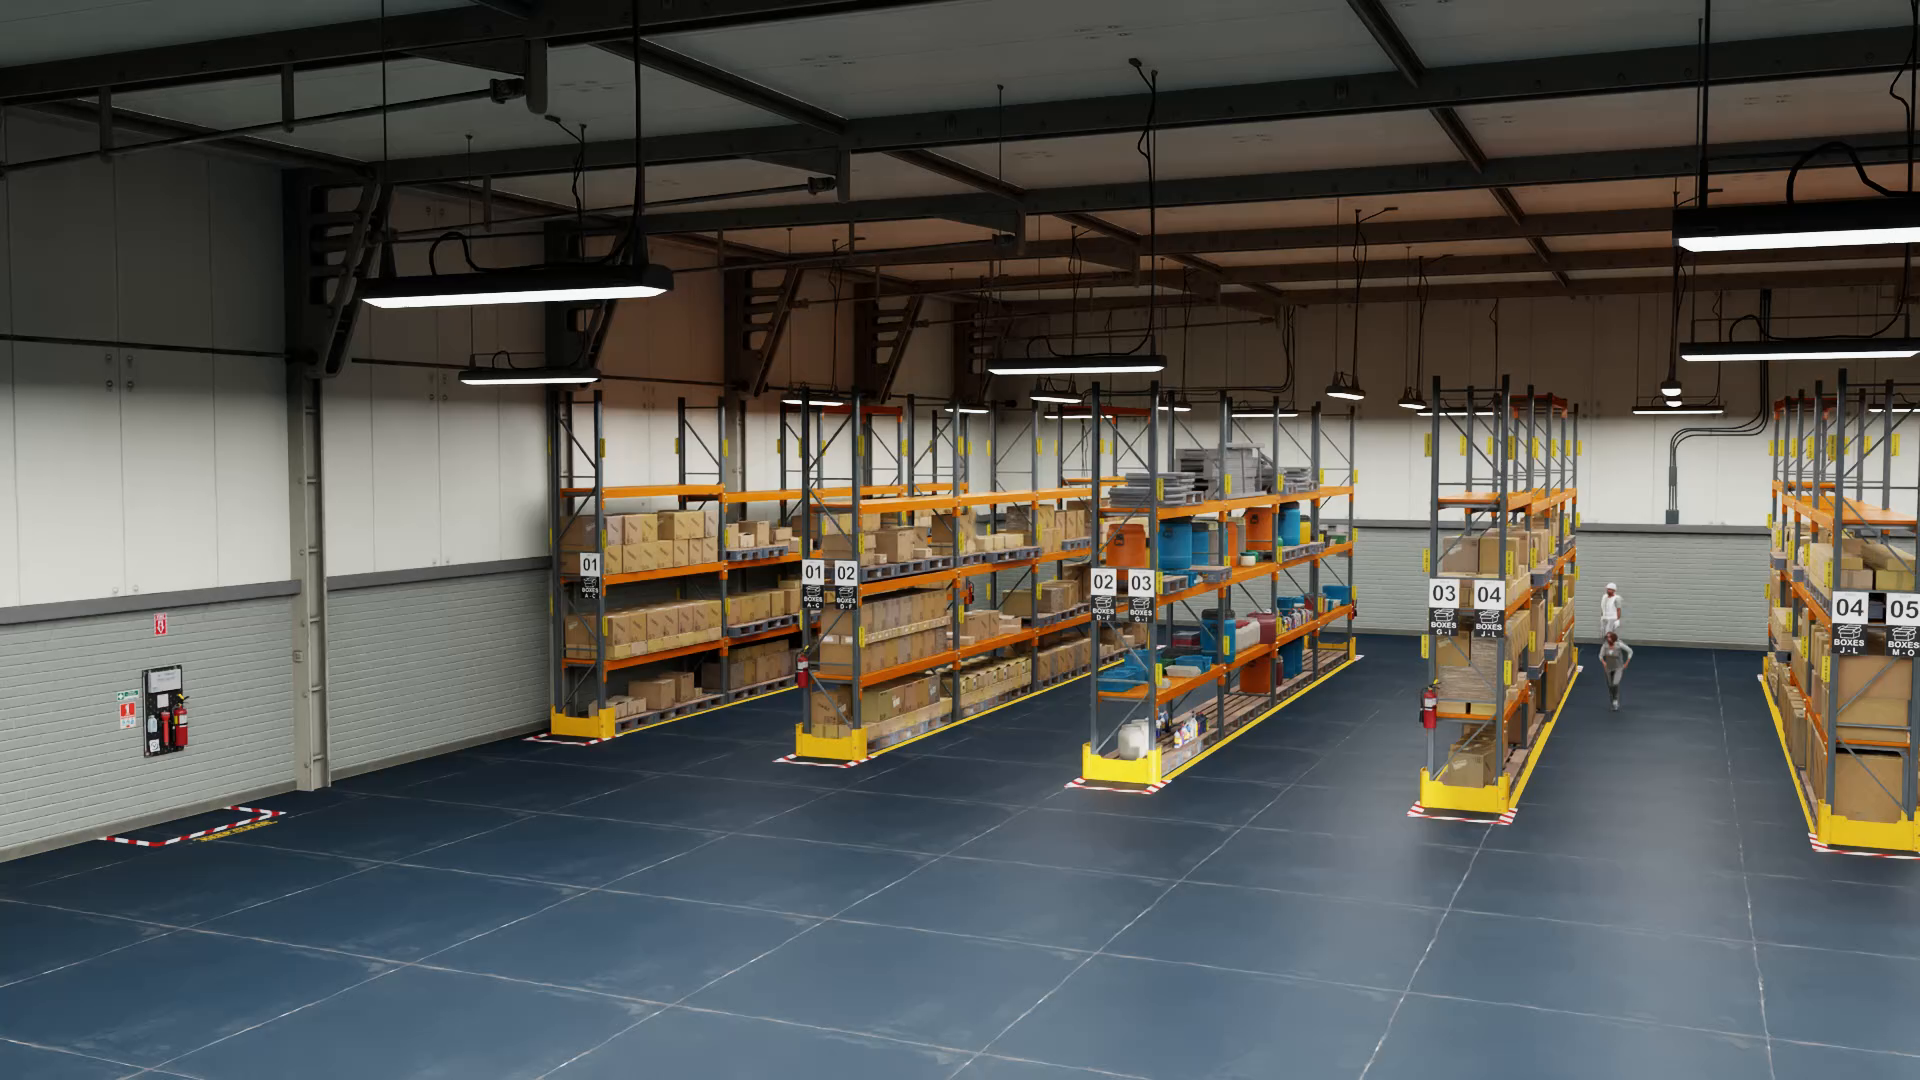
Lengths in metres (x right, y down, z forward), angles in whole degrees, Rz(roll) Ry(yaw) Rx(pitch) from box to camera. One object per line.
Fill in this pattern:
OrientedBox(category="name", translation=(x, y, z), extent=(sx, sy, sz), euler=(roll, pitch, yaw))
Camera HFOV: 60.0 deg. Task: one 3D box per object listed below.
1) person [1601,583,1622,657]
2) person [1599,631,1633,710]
OrientedBox(category="person", translation=(15.628, 1.903, 39.831), extent=(0.722, 1.771, 0.564), euler=(-1, 3, -18))
OrientedBox(category="person", translation=(12.495, 2.477, 31.678), extent=(0.594, 1.514, 0.787), euler=(2, 4, 32))
